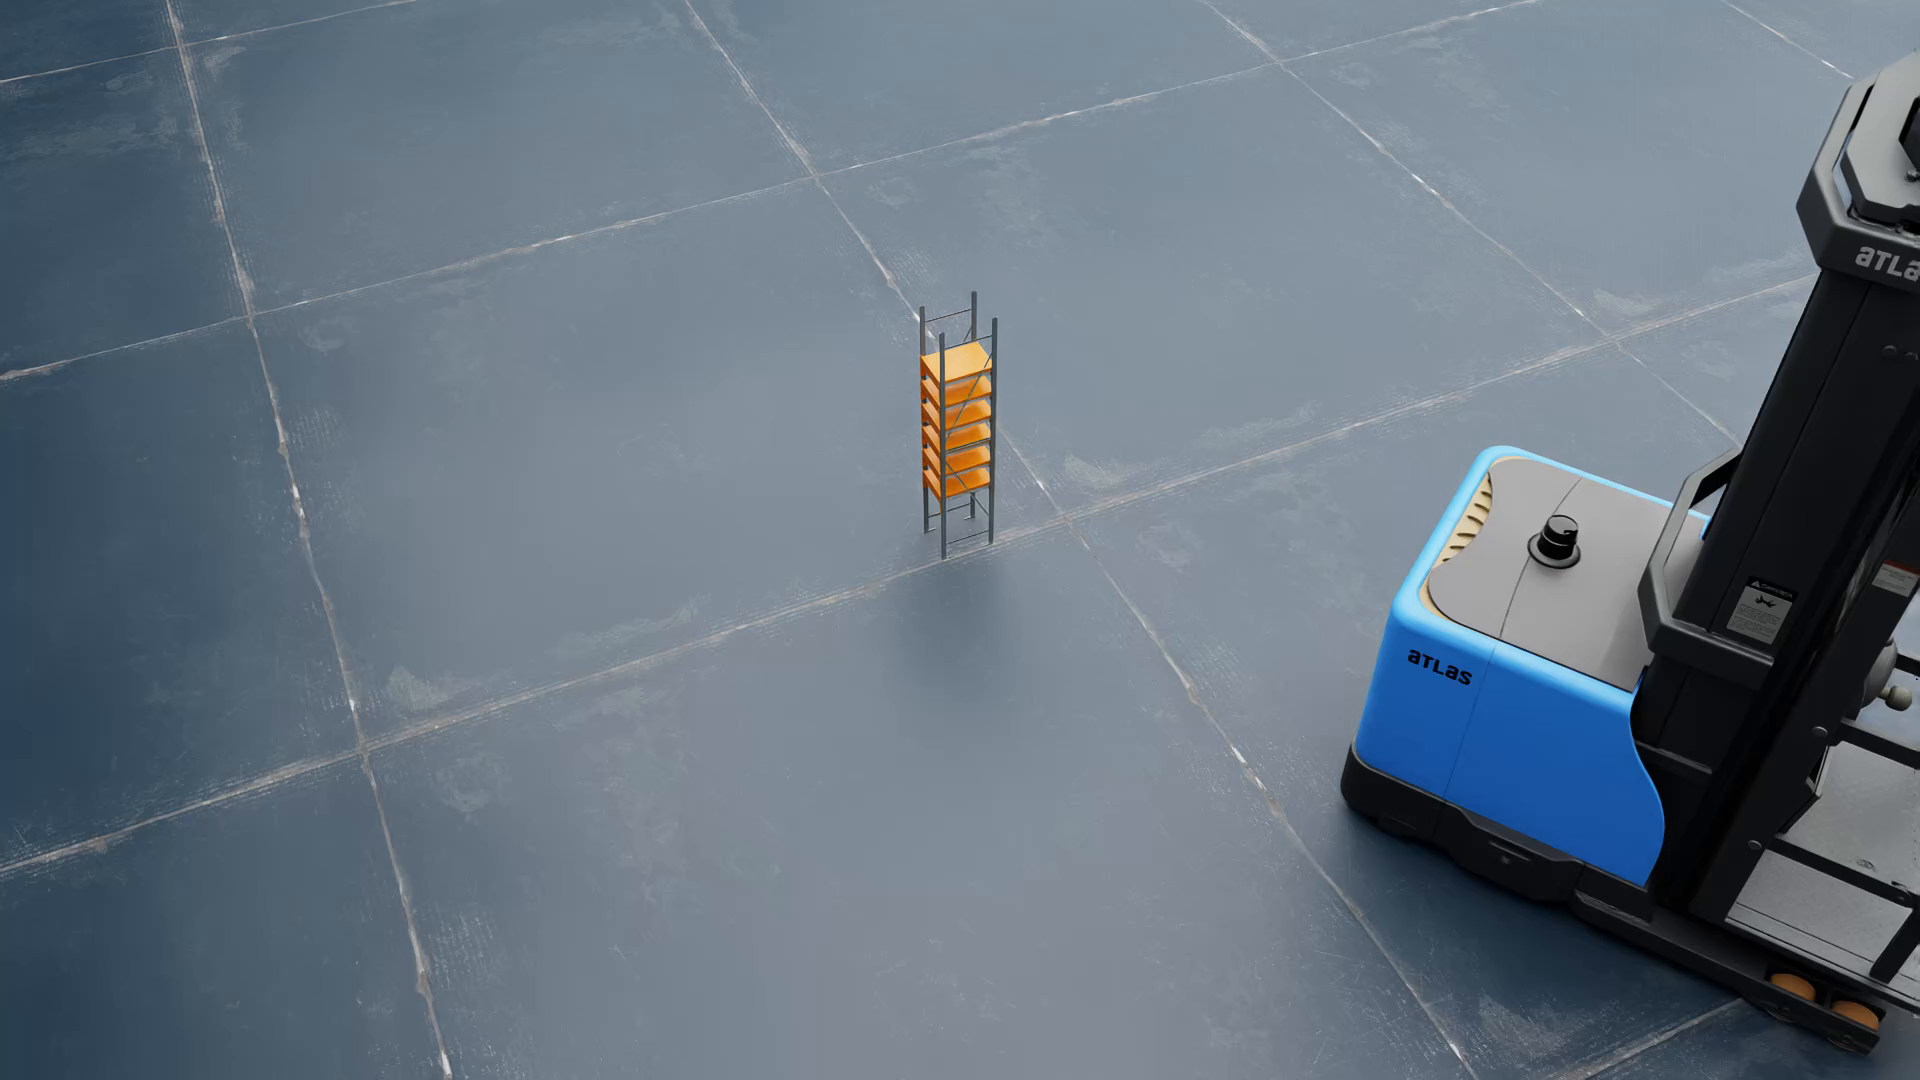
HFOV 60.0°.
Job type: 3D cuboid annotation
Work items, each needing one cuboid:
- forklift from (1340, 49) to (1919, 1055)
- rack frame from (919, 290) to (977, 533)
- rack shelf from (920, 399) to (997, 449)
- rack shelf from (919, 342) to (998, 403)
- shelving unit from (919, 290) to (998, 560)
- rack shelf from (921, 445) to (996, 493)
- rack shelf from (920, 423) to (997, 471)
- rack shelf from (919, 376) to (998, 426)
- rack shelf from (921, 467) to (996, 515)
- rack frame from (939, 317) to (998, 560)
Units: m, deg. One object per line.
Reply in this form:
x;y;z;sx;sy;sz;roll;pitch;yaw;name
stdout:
2.918;0.189;4.840;3.031;2.935;1.130;23;49;22;forklift
-0.045;-0.495;6.766;0.240;1.200;0.006;-18;47;-17;rack frame
-0.006;-0.490;6.654;0.258;0.103;0.180;-18;47;-17;rack shelf
-0.006;-0.661;6.485;0.258;0.103;0.180;-18;47;-17;rack shelf
-0.006;-0.436;6.707;0.258;1.200;0.189;-18;47;-17;shelving unit
-0.006;-0.319;6.822;0.258;0.103;0.180;-18;47;-17;rack shelf
-0.006;-0.405;6.738;0.258;0.103;0.180;-18;47;-17;rack shelf
-0.006;-0.576;6.569;0.258;0.103;0.180;-18;47;-17;rack shelf
-0.006;-0.234;6.907;0.258;0.103;0.180;-18;47;-17;rack shelf
0.032;-0.378;6.648;0.240;1.200;0.006;-18;47;-17;rack frame
